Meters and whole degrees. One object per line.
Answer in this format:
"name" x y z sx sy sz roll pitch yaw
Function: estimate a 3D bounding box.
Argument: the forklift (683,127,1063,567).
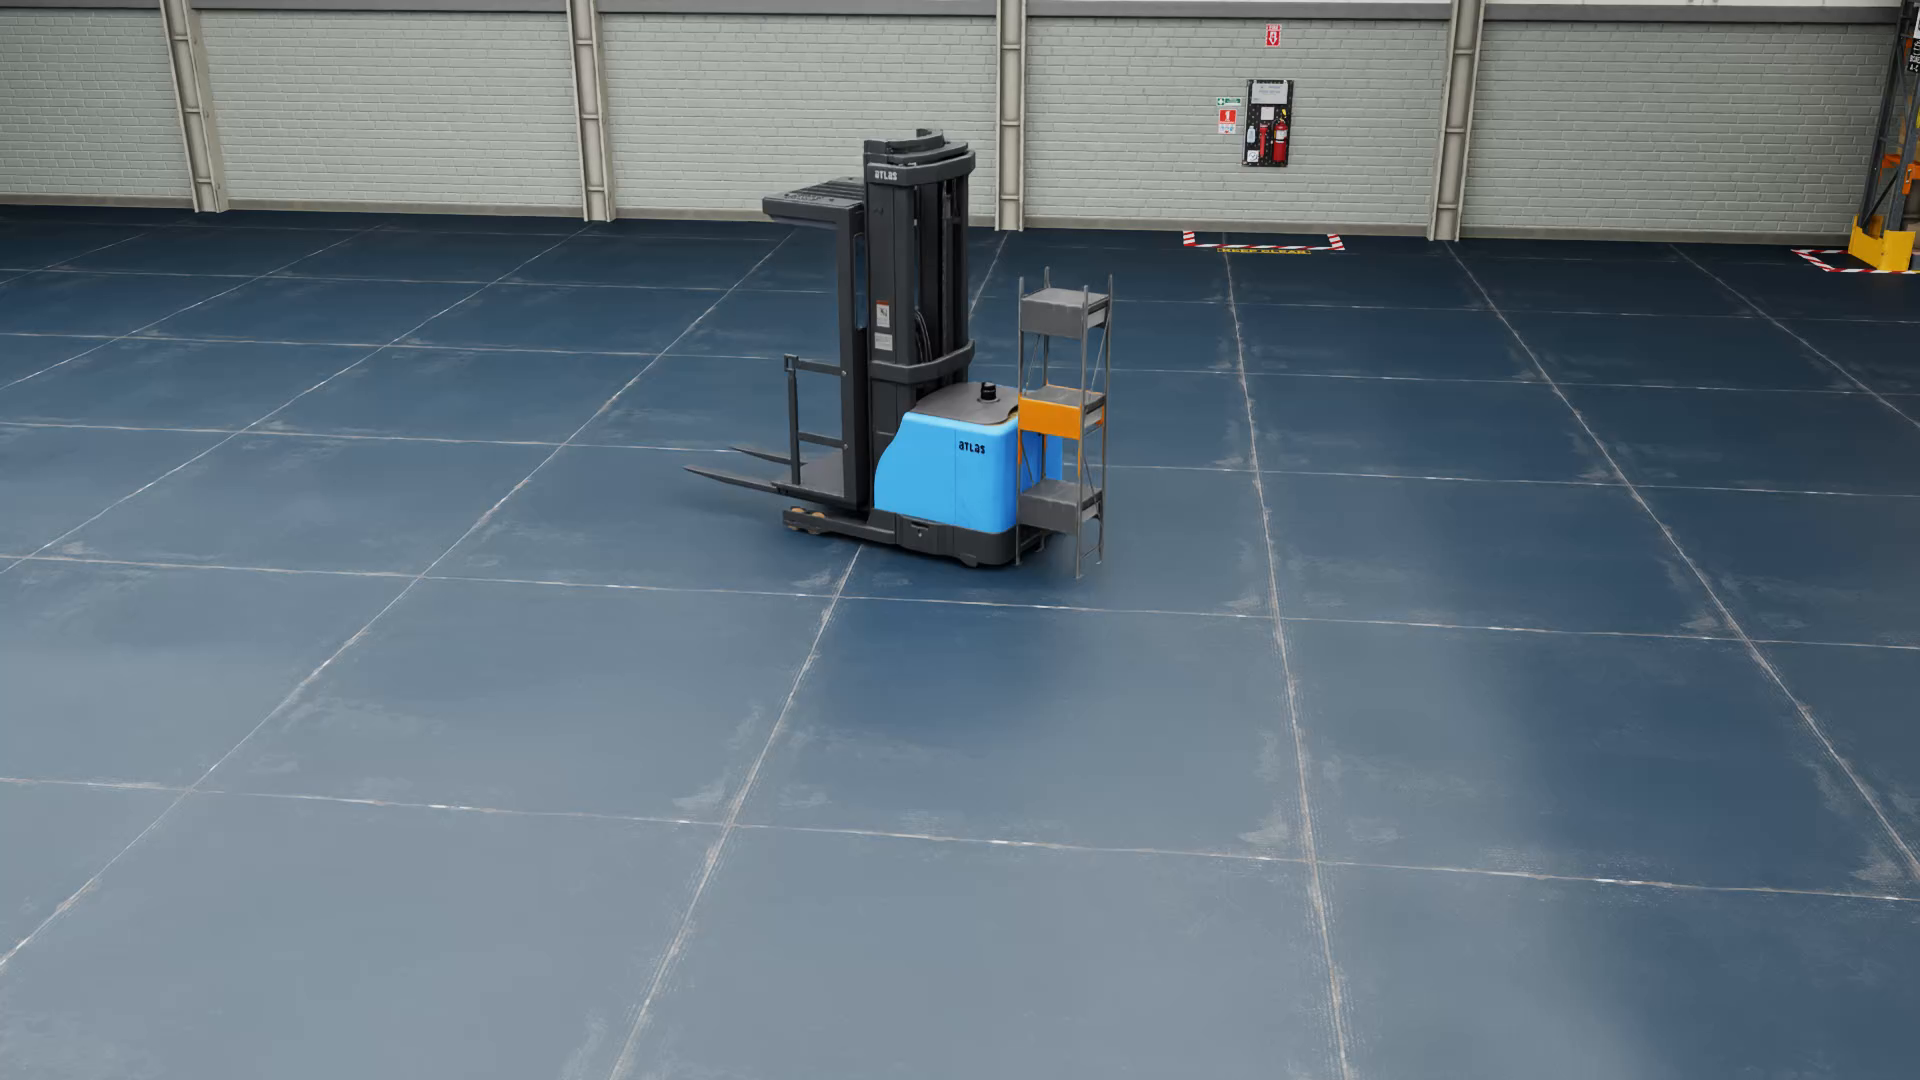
"forklift" -0.752 -1.555 12.386 3.031 2.935 1.130 12 25 29

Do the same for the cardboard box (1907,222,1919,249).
"cardboard box" 12.503 -3.905 21.295 0.500 0.311 0.500 0 22 0

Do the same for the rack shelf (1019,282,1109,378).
"rack shelf" 0.718 -1.440 11.359 0.480 0.518 0.431 12 25 29

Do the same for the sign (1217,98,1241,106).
"sign" 3.682 -6.000 22.768 0.331 0.109 0.001 2 22 6

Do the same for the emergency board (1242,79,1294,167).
"emergency board" 4.216 -5.679 22.725 0.643 1.169 0.194 2 22 6

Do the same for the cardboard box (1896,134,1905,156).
"cardboard box" 12.314 -5.003 21.192 0.500 0.250 0.500 3 22 7

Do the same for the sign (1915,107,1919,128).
"sign" 11.763 -5.218 20.380 0.005 0.325 0.100 2 22 6

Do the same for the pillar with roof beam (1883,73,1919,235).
"pillar with roof beam" 12.117 -6.517 16.684 0.400 9.000 9.100 2 22 6

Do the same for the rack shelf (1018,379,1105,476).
"rack shelf" 0.718 -0.789 11.616 0.480 0.518 0.431 12 25 29

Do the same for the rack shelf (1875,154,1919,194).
"rack shelf" 13.813 -4.592 20.954 4.000 0.370 1.077 2 22 6

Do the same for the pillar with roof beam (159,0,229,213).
"pillar with roof beam" -11.716 -7.555 19.311 0.400 9.000 9.100 2 22 6

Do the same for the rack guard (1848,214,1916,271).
"rack guard" 11.902 -3.848 21.492 0.348 0.500 1.175 2 22 6

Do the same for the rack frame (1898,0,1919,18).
"rack frame" 11.827 -7.803 19.938 0.127 3.000 1.000 2 22 6

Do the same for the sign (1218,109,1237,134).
"sign" 3.679 -5.757 22.874 0.234 0.329 0.001 2 22 6

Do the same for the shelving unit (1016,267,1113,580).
"shelving unit" 0.718 -0.801 11.611 0.503 2.100 0.431 12 25 29

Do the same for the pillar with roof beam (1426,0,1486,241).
"pillar with roof beam" 6.159 -6.777 17.341 0.400 9.000 9.100 2 22 6

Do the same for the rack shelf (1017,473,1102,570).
"rack shelf" 0.718 -0.138 11.873 0.480 0.518 0.431 12 25 29

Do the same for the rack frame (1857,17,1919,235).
"rack frame" 11.827 -5.013 21.041 0.127 3.000 1.000 2 22 6

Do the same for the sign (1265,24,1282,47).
"sign" 4.219 -6.794 22.392 0.199 0.298 0.001 2 22 6

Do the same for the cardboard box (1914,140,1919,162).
"cardboard box" 12.274 -4.816 20.718 0.500 0.250 0.500 2 22 5

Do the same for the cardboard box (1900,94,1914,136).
"cardboard box" 12.320 -5.359 21.071 0.500 0.500 0.500 2 22 6

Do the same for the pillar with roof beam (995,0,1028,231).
"pillar with roof beam" 0.200 -7.036 17.998 0.400 9.000 9.100 2 22 6

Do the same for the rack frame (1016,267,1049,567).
"rack frame" 0.509 -0.848 11.728 0.015 2.100 0.400 12 25 29

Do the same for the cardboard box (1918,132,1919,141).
"cardboard box" 12.265 -5.171 20.597 0.500 0.500 0.500 3 22 6

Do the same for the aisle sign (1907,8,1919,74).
"aisle sign" 11.720 -6.116 20.294 0.004 0.787 0.394 2 22 6

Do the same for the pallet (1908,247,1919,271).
"pallet" 12.705 -3.665 21.423 1.213 0.211 1.003 2 22 6

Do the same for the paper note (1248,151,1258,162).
"paper note" 4.048 -5.302 22.970 0.142 0.148 0.016 2 22 6

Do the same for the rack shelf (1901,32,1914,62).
"rack shelf" 13.813 -5.987 20.403 4.000 0.370 1.077 2 22 6

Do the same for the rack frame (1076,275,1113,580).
"rack frame" 0.927 -0.755 11.494 0.015 2.100 0.400 12 25 29

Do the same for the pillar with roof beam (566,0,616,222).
"pillar with roof beam" -5.758 -7.296 18.654 0.400 9.000 9.100 2 22 6
